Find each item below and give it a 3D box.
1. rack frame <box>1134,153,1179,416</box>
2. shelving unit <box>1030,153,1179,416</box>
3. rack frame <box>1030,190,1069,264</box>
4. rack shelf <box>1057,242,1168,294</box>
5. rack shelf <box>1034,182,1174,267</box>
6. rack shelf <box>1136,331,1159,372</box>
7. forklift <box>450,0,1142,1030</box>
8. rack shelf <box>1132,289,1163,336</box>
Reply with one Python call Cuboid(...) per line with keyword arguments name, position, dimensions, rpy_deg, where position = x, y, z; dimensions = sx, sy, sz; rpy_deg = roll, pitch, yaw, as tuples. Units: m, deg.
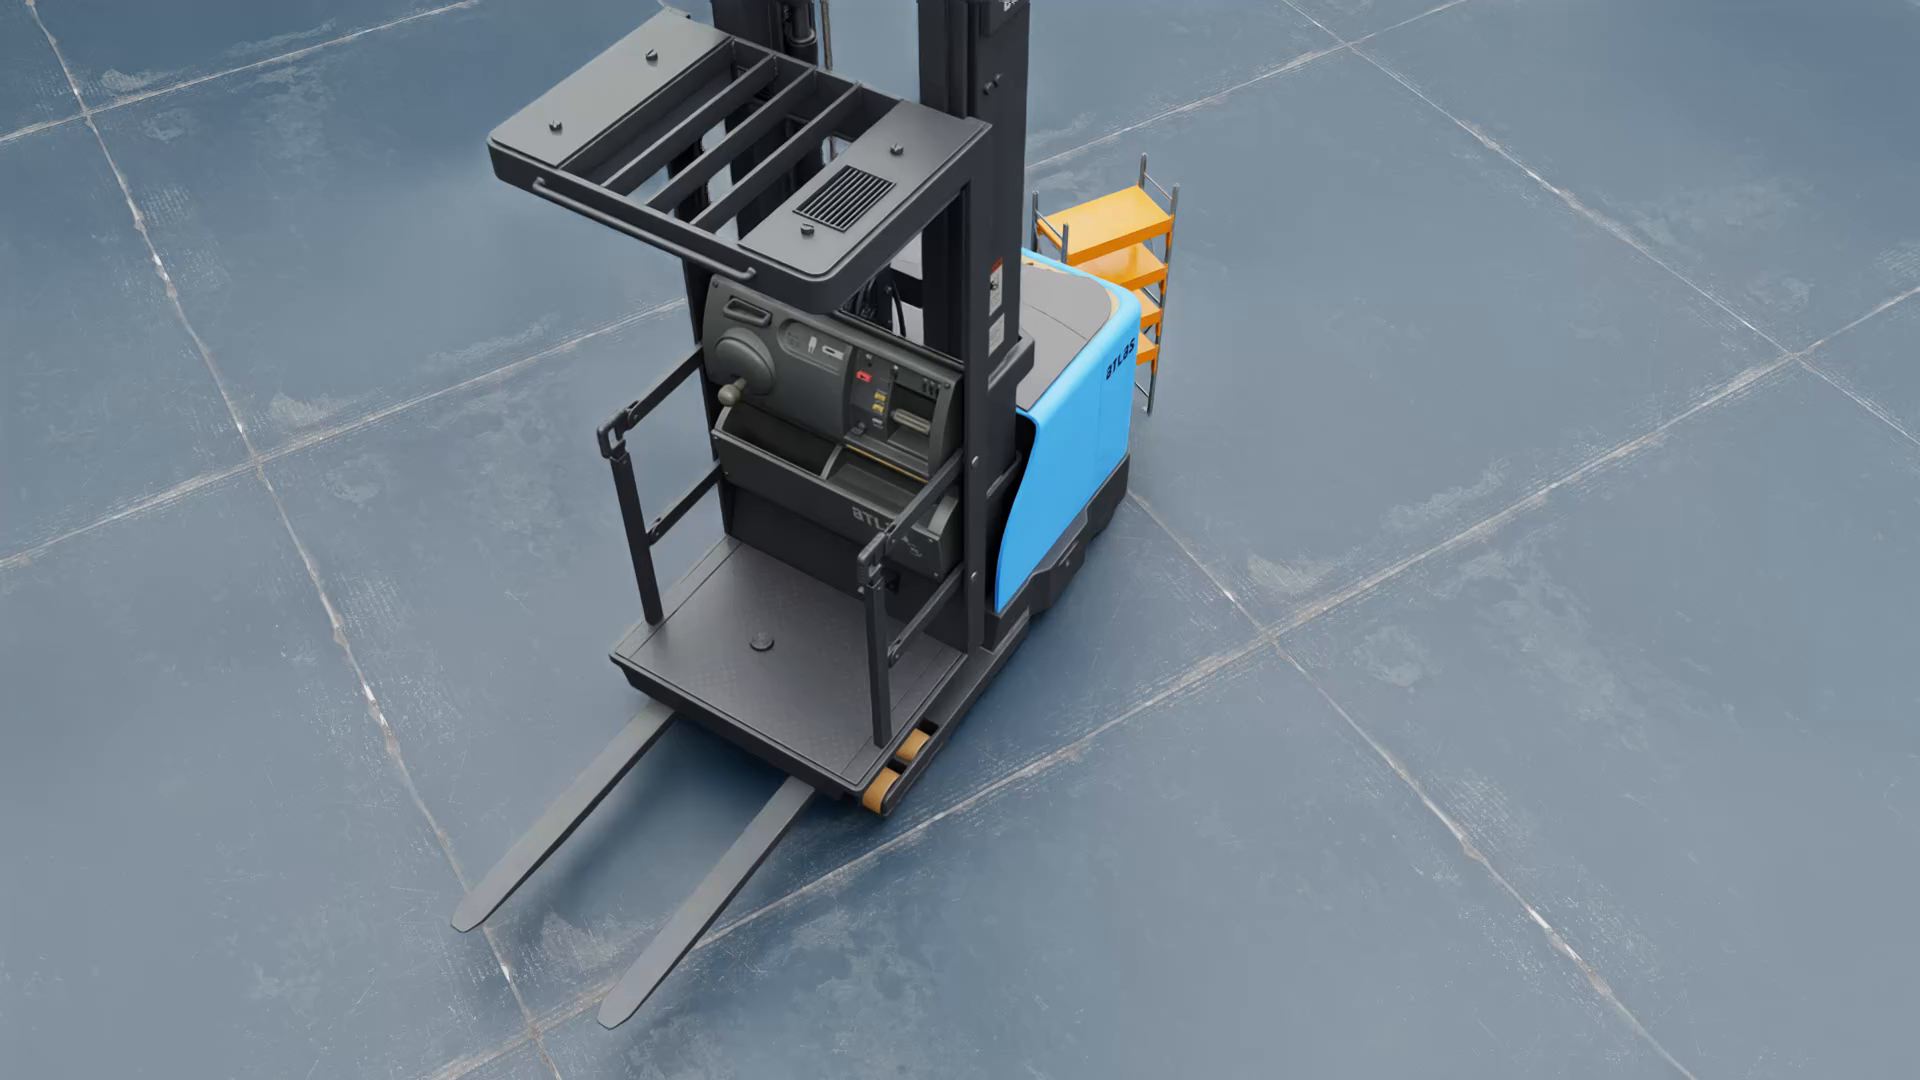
Cuboid(name="rack frame", position=(0.765, -1.015, 6.796), dimensions=(0.015, 1.200, 0.240), rpy_deg=(-23, 52, -19))
Cuboid(name="shelving unit", position=(0.551, -0.926, 6.717), dimensions=(0.503, 1.200, 0.258), rpy_deg=(-23, 52, -19))
Cuboid(name="rack frame", position=(0.338, -0.838, 6.638), dimensions=(0.015, 1.200, 0.240), rpy_deg=(-23, 52, -19))
Cuboid(name="rack shelf", position=(0.551, -1.030, 6.600), dimensions=(0.480, 0.148, 0.258), rpy_deg=(-23, 52, -19))
Cuboid(name="rack shelf", position=(0.551, -1.188, 6.423), dimensions=(0.480, 0.148, 0.258), rpy_deg=(-23, 52, -19))
Cuboid(name="rack shelf", position=(0.551, -0.749, 6.915), dimensions=(0.480, 0.148, 0.258), rpy_deg=(-23, 52, -19))
Cuboid(name="forklift", position=(-0.535, -0.421, 5.107), dimensions=(1.130, 2.935, 3.031), rpy_deg=(25, 53, 21))
Cuboid(name="rack shelf", position=(0.551, -0.882, 6.767), dimensions=(0.480, 0.148, 0.258), rpy_deg=(-23, 52, -19))
